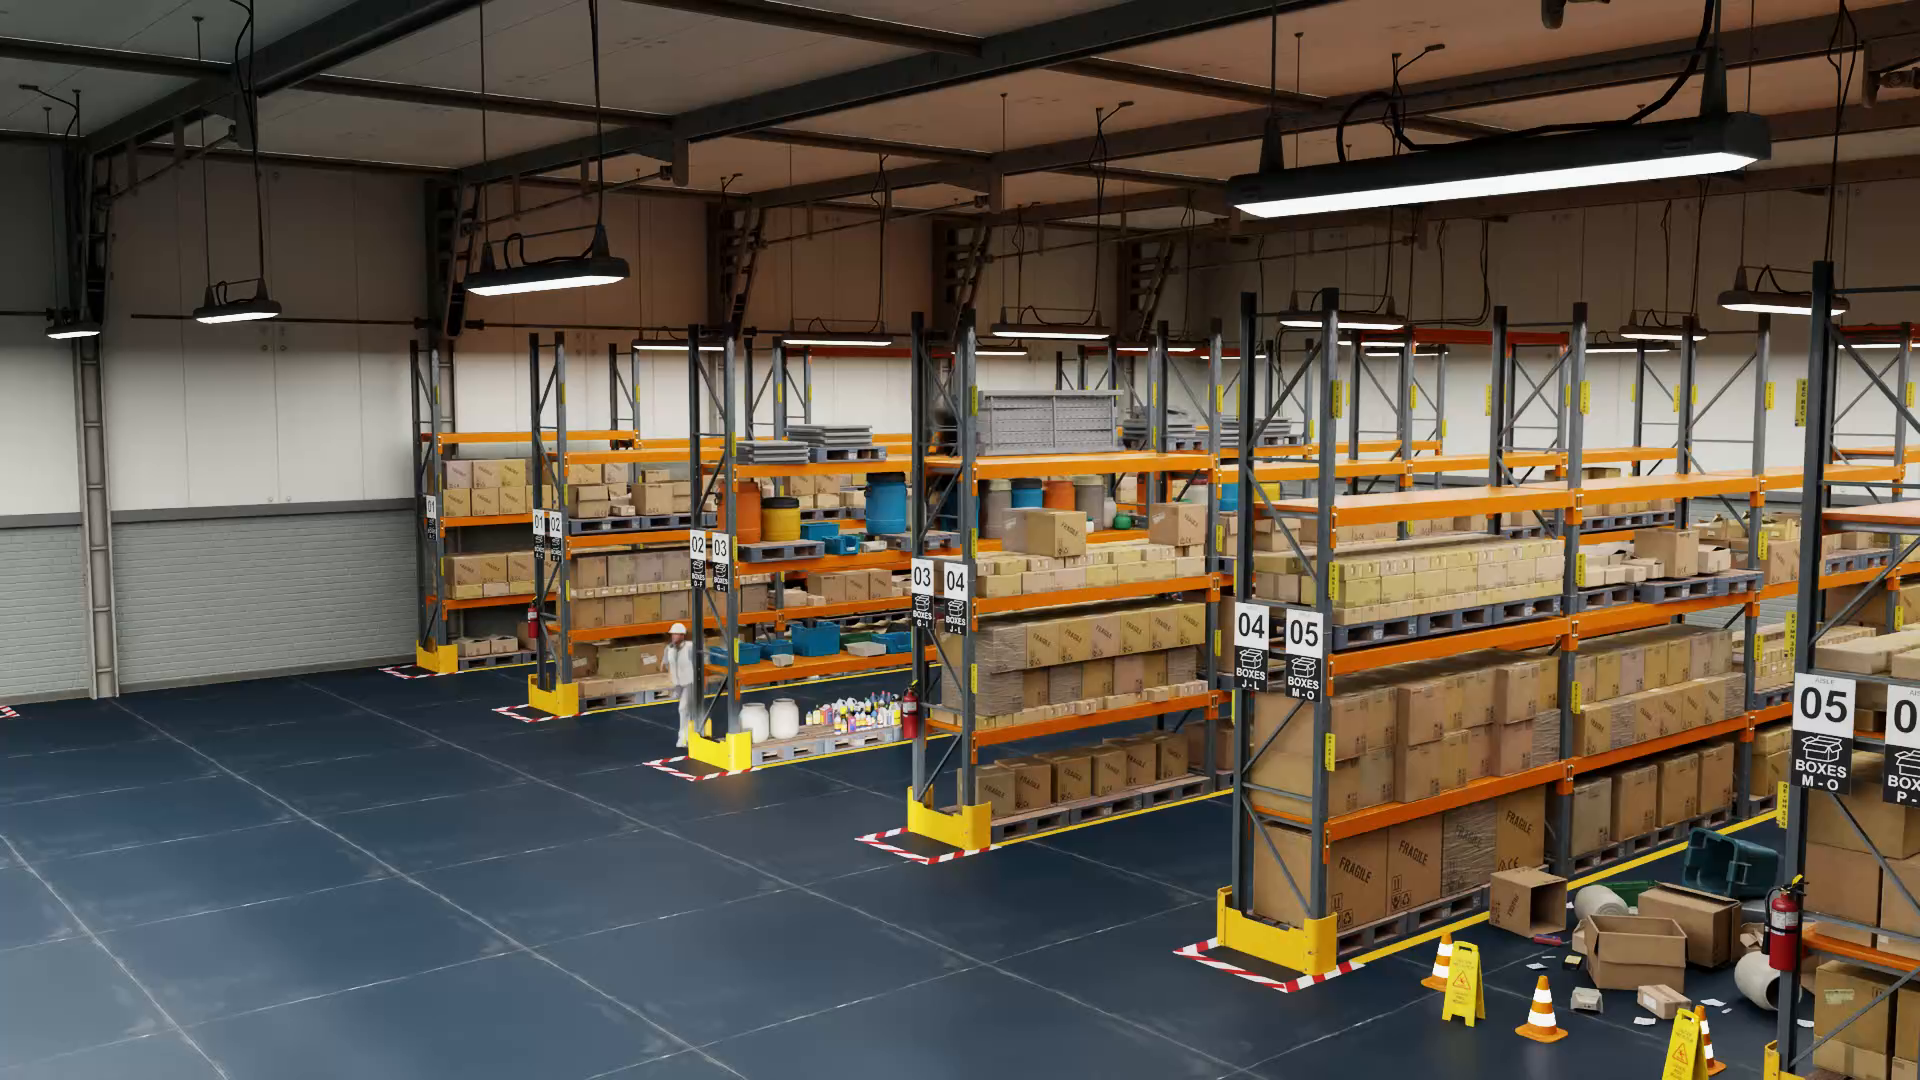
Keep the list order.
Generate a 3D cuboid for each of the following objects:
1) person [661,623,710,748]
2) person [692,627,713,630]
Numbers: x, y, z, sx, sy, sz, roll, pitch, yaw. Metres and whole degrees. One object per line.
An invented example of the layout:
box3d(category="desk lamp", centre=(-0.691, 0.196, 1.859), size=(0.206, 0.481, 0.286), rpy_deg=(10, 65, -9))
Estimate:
box3d(category="person", centre=(-3.977, 2.064, 24.114), size=(0.655, 1.763, 0.958), rpy_deg=(3, 6, 30))
box3d(category="person", centre=(-4.788, 1.530, 30.585), size=(0.760, 1.738, 1.066), rpy_deg=(4, 7, 37))
